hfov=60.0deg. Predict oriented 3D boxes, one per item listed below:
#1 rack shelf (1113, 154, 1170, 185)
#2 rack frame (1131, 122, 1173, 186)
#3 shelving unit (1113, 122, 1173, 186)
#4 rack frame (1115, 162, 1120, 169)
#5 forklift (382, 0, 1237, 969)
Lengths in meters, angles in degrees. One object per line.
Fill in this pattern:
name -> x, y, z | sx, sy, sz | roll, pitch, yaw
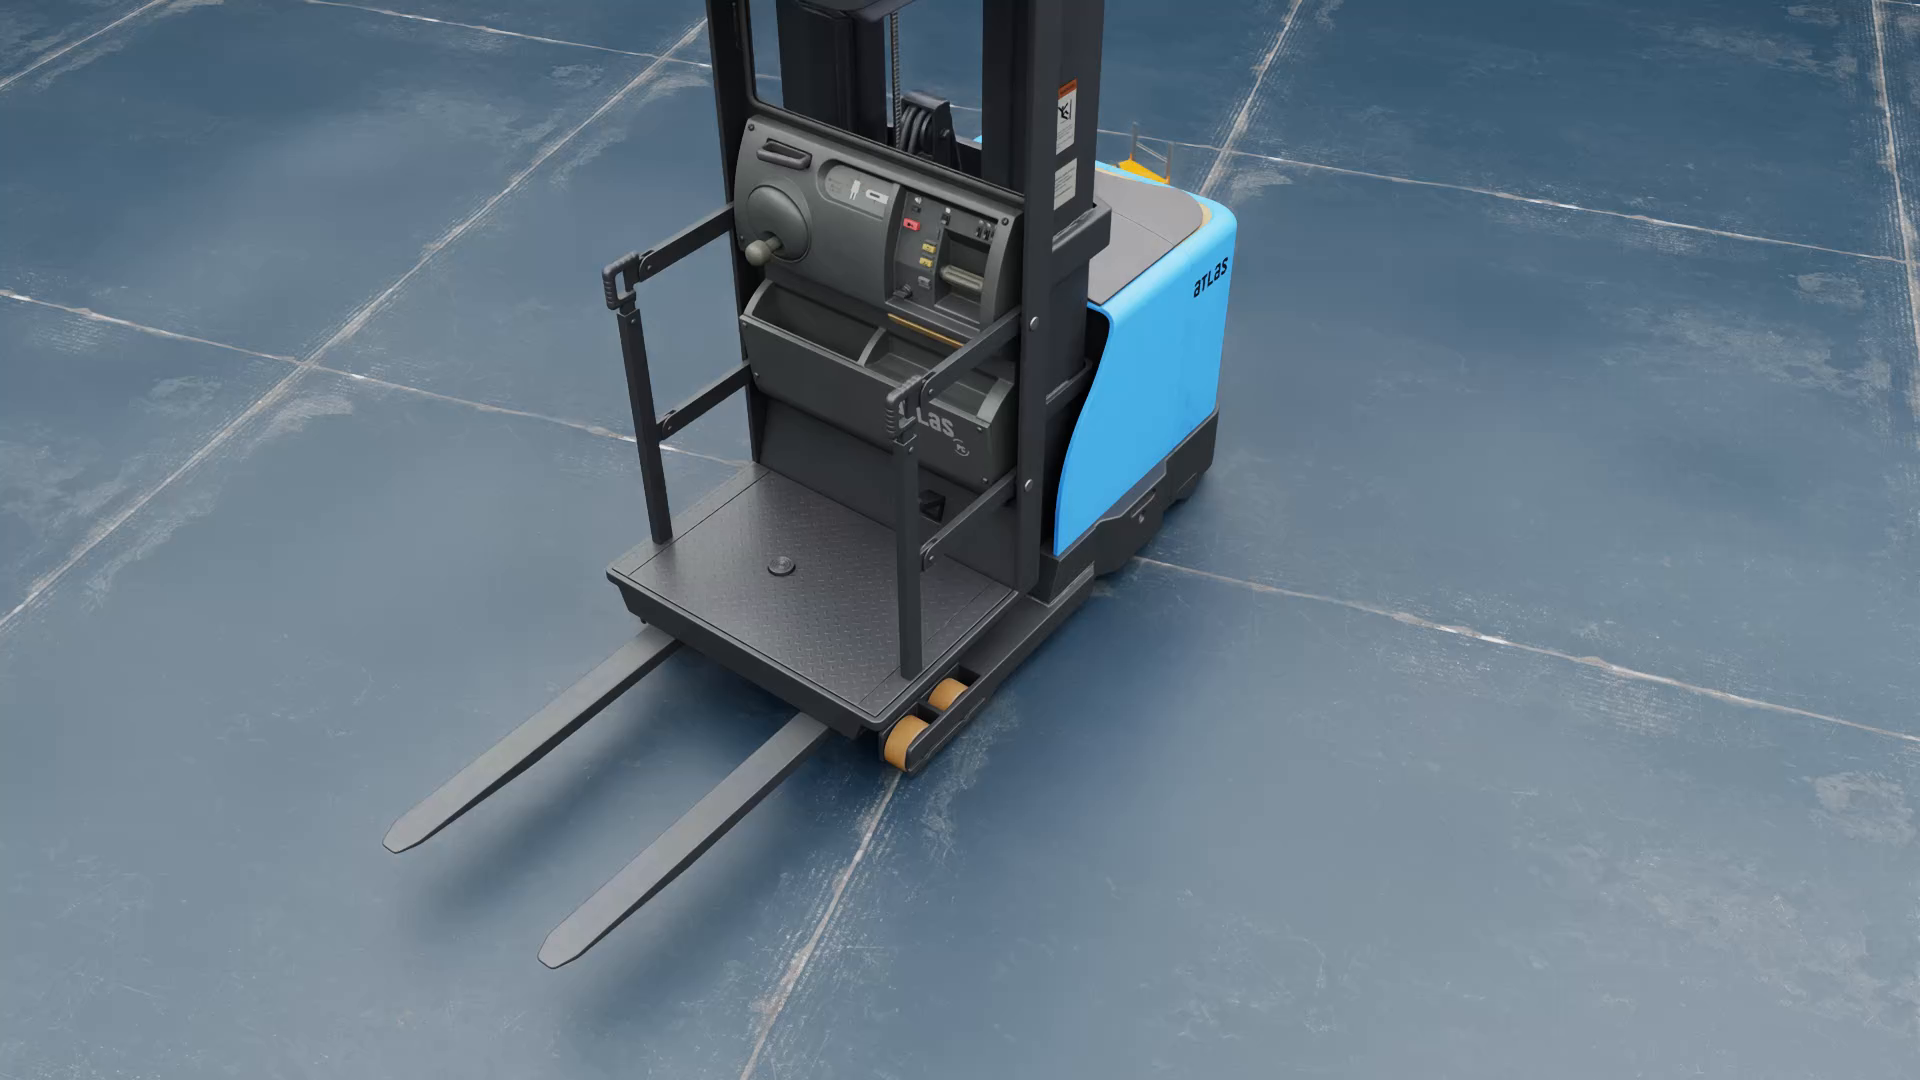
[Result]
rack shelf -> 0.575, -1.179, 5.901 | 0.240, 0.259, 0.215 | -26, 47, -27
rack frame -> 0.672, -1.019, 6.135 | 0.008, 1.050, 0.200 | -26, 47, -27
shelving unit -> 0.575, -0.972, 6.080 | 0.252, 1.050, 0.215 | -26, 47, -27
rack frame -> 0.477, -0.924, 6.024 | 0.008, 1.050, 0.200 | -26, 47, -27
forklift -> -0.376, -0.790, 4.417 | 1.130, 2.935, 3.031 | 26, 47, 27
